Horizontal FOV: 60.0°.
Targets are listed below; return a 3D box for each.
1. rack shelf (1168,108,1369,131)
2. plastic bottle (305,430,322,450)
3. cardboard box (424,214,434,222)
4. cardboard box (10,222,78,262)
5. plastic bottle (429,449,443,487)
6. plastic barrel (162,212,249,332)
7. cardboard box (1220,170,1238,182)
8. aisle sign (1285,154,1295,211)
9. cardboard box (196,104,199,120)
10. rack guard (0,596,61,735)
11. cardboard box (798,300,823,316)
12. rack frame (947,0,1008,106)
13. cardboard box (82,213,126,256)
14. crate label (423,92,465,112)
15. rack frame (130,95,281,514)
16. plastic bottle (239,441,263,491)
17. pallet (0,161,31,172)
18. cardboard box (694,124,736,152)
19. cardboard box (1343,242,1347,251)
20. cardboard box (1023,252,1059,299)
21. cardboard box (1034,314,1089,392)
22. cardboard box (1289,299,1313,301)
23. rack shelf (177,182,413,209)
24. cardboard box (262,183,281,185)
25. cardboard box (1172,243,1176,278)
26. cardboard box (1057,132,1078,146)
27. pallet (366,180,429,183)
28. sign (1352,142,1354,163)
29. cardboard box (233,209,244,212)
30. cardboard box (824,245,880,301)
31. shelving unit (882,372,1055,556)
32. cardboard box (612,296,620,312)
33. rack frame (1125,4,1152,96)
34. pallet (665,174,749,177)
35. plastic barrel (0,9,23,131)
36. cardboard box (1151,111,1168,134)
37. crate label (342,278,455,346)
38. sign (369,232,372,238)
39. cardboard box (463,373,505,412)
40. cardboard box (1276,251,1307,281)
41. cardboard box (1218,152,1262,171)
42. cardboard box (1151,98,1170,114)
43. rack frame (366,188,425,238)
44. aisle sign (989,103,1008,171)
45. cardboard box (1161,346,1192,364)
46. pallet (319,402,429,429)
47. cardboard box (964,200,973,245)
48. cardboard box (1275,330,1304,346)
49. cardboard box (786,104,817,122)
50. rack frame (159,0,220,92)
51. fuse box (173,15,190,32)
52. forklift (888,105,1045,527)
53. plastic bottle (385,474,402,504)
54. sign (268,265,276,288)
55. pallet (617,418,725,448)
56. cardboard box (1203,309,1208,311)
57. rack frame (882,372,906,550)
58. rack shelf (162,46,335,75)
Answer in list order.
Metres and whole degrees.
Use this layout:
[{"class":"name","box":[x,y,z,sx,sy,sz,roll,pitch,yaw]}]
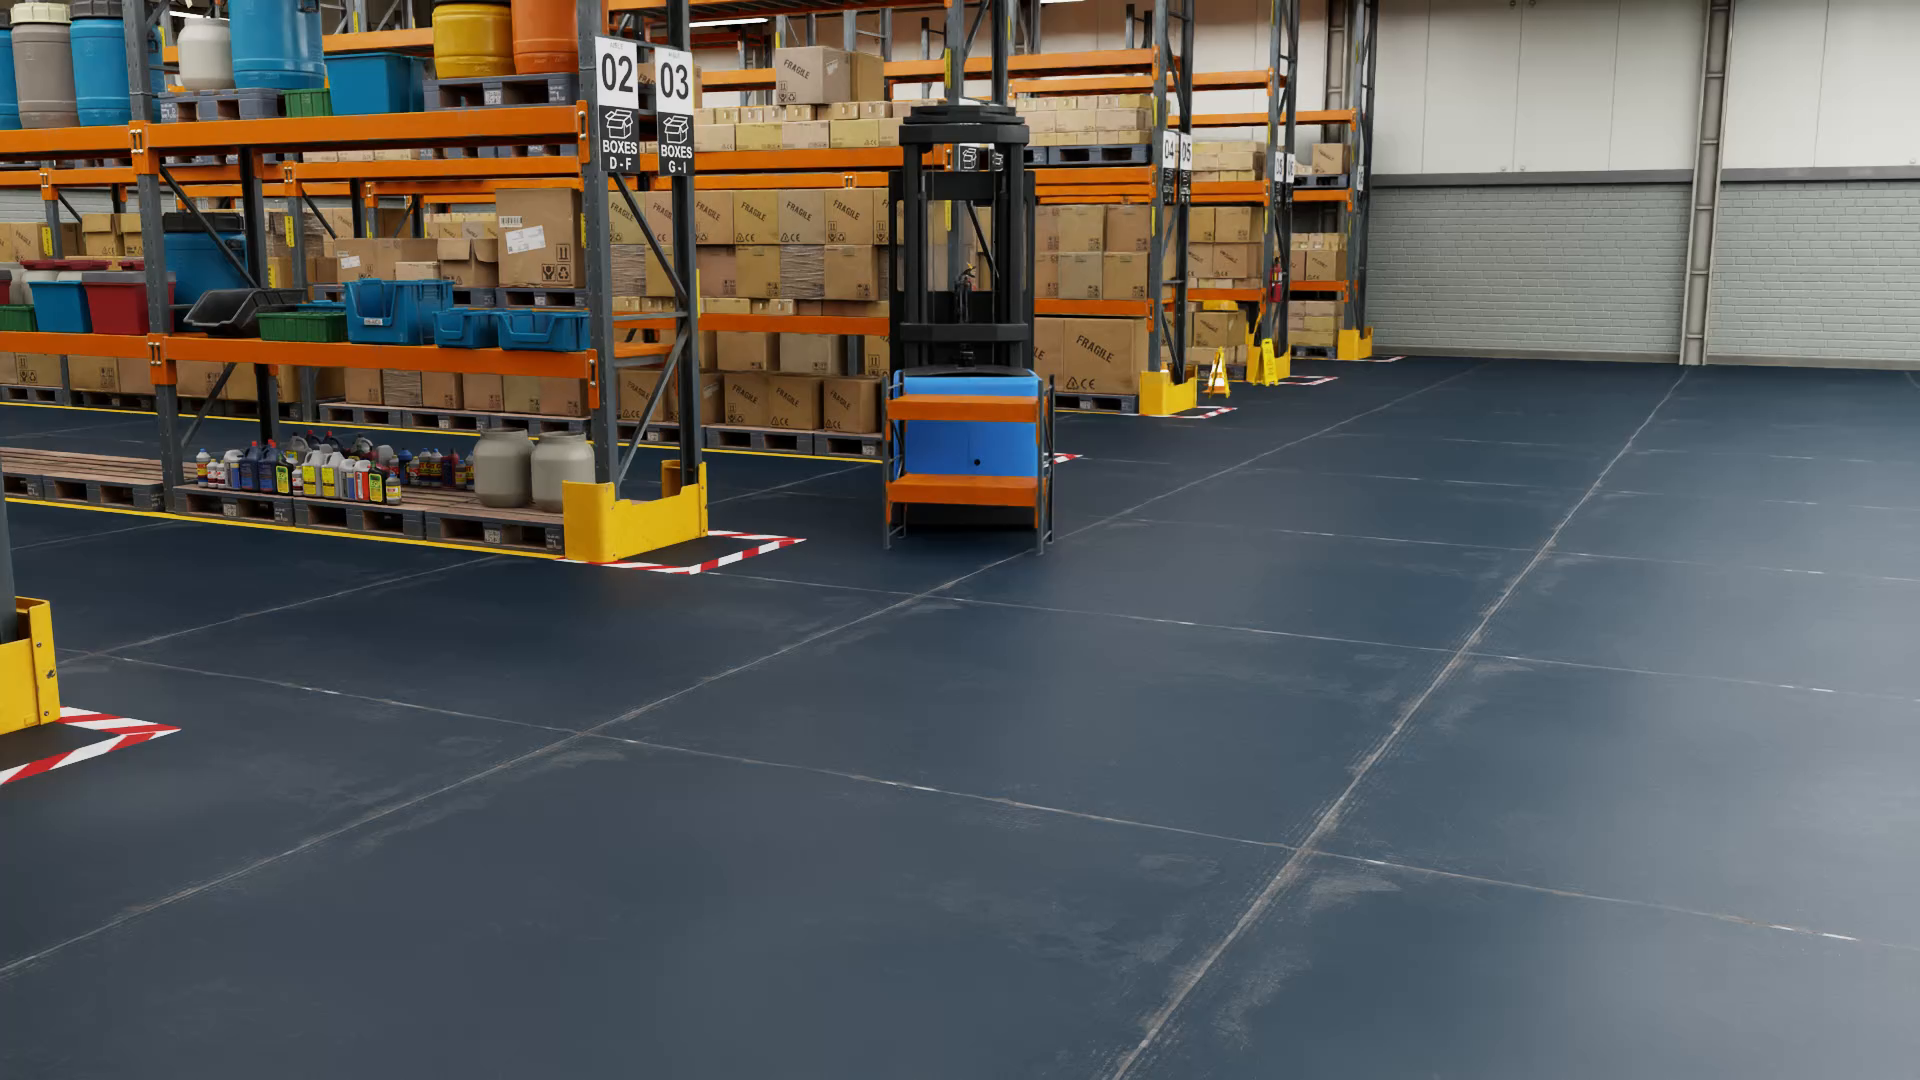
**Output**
[{"class":"rack shelf","box":[4.944,-7.161,28.674,4.000,0.370,1.077,5,11,26]},{"class":"plastic bottle","box":[-4.914,-0.659,12.653,0.185,0.351,0.144,5,11,24]},{"class":"cardboard box","box":[-9.608,-5.859,30.268,0.250,0.149,0.380,5,12,27]},{"class":"cardboard box","box":[-11.132,-3.607,20.220,0.500,0.500,0.500,5,12,27]},{"class":"plastic bottle","box":[-3.827,-0.529,12.158,0.097,0.271,0.097,0,10,0]},{"class":"plastic barrel","box":[-5.831,-2.076,12.873,0.708,0.901,0.600,5,11,26]},{"class":"cardboard box","box":[3.863,-5.160,23.600,0.250,0.149,0.380,5,11,26]},{"class":"aisle sign","box":[4.737,-5.133,23.871,0.004,0.787,0.394,5,11,26]},{"class":"cardboard box","box":[-8.406,-4.680,18.781,0.500,0.500,0.500,6,12,29]},{"class":"rack guard","box":[-4.205,0.587,6.583,0.348,0.500,1.175,5,11,26]},{"class":"cardboard box","box":[-1.315,-2.189,15.605,0.250,0.149,0.380,5,11,26]},{"class":"rack frame","box":[0.160,-5.179,14.577,0.127,3.000,1.000,5,11,26]},{"class":"cardboard box","box":[-10.025,-3.666,19.967,0.637,0.503,0.797,5,11,24]},{"class":"crate label","box":[-3.564,-3.039,11.593,0.408,0.251,0.502,5,11,26]},{"class":"rack frame","box":[-5.619,-1.751,12.482,0.127,3.000,1.000,5,11,26]},{"class":"plastic bottle","box":[-5.079,-0.534,11.961,0.185,0.351,0.144,5,12,27]},{"class":"pallet","box":[-12.421,-4.767,20.975,1.213,0.211,1.003,5,11,26]},{"class":"cardboard box","box":[-2.219,-3.786,15.726,0.500,0.250,0.500,5,11,24]},{"class":"cardboard box","box":[6.548,-5.039,28.548,0.250,0.149,0.380,5,11,24]},{"class":"cardboard box","box":[1.143,-3.211,20.127,0.550,0.550,0.875,5,11,26]},{"class":"cardboard box","box":[1.018,-2.284,20.214,0.875,0.875,0.875,5,11,25]},{"class":"cardboard box","box":[5.941,-4.055,28.947,0.500,0.250,0.500,5,11,26]},{"class":"rack shelf","box":[-10.110,-5.236,25.337,4.000,0.370,1.077,5,11,26]},{"class":"cardboard box","box":[-10.218,-5.475,25.055,0.500,0.250,0.500,5,11,26]},{"class":"cardboard box","box":[3.042,-4.084,24.257,0.500,0.500,0.500,5,11,26]},{"class":"cardboard box","box":[1.314,-4.651,19.331,0.250,0.149,0.380,5,11,26]},{"class":"pallet","box":[-7.810,-5.275,24.056,1.003,0.211,1.213,5,11,26]},{"class":"sign","box":[6.485,-6.390,27.426,0.005,0.325,0.100,5,11,26]},{"class":"cardboard box","box":[-10.706,-4.798,25.396,0.500,0.500,0.500,5,11,25]},{"class":"cardboard box","box":[-0.823,-2.490,15.451,0.500,0.500,0.875,5,11,26]},{"class":"shelving unit","box":[0.061,-0.514,10.913,1.048,1.125,0.538,2,10,12]},{"class":"cardboard box","box":[-3.368,-2.353,16.516,0.250,0.149,0.380,5,11,26]},{"class":"rack frame","box":[3.151,-7.870,29.445,0.127,3.000,1.000,5,11,26]},{"class":"pallet","box":[-3.124,-4.895,21.959,1.213,0.211,1.003,6,12,28]},{"class":"plastic barrel","box":[-7.344,-3.582,12.770,0.708,0.901,0.600,5,11,26]},{"class":"cardboard box","box":[2.126,-4.894,19.554,0.500,0.250,0.500,5,11,26]},{"class":"crate label","box":[-3.802,-1.555,11.300,0.616,0.435,0.502,5,11,26]},{"class":"sign","box":[-8.549,-4.295,24.110,0.005,0.325,0.100,5,11,26]},{"class":"cardboard box","box":[-4.890,-1.665,17.790,0.500,0.500,0.700,4,11,21]},{"class":"cardboard box","box":[5.719,-4.691,28.446,0.500,0.500,0.500,5,12,28]},{"class":"cardboard box","box":[3.967,-5.355,23.561,0.500,0.250,0.500,5,11,25]},{"class":"cardboard box","box":[2.287,-5.089,19.508,0.250,0.149,0.380,5,11,26]},{"class":"rack frame","box":[-8.316,-3.957,24.669,0.127,3.000,1.000,5,11,26]},{"class":"aisle sign","box":[0.348,-3.549,15.118,0.004,0.787,0.394,5,11,26]},{"class":"cardboard box","box":[3.240,-2.726,24.411,0.500,0.250,0.500,5,11,26]},{"class":"pallet","box":[-6.314,-1.423,18.501,1.213,0.211,1.003,5,11,26]},{"class":"cardboard box","box":[-0.213,-3.001,15.467,0.500,0.500,0.500,5,11,26]},{"class":"cardboard box","box":[5.735,-3.483,28.596,0.500,0.250,0.500,5,11,26]},{"class":"cardboard box","box":[-1.391,-3.901,15.240,0.250,0.149,0.380,4,11,23]},{"class":"rack frame","box":[-11.903,-7.224,25.876,0.127,3.000,1.000,5,11,26]},{"class":"fuse box","box":[-14.959,-9.995,32.203,0.176,0.334,0.513,5,11,26]},{"class":"forklift","box":[0.003,-1.748,12.660,1.130,2.935,3.031,0,10,-2]},{"class":"plastic bottle","box":[-3.873,-0.350,11.363,0.097,0.201,0.097,0,10,0]},{"class":"sign","box":[-5.365,-1.974,12.938,0.005,0.325,0.100,5,11,26]},{"class":"pallet","box":[-2.809,-1.123,16.840,1.213,0.211,1.003,5,11,26]},{"class":"cardboard box","box":[3.451,-3.182,24.826,0.500,0.500,0.500,5,11,24]},{"class":"rack frame","box":[-0.437,-0.533,11.015,0.032,1.125,0.500,2,10,12]},{"class":"rack shelf","box":[-8.808,-5.416,19.031,4.000,0.370,1.077,5,11,26]}]
